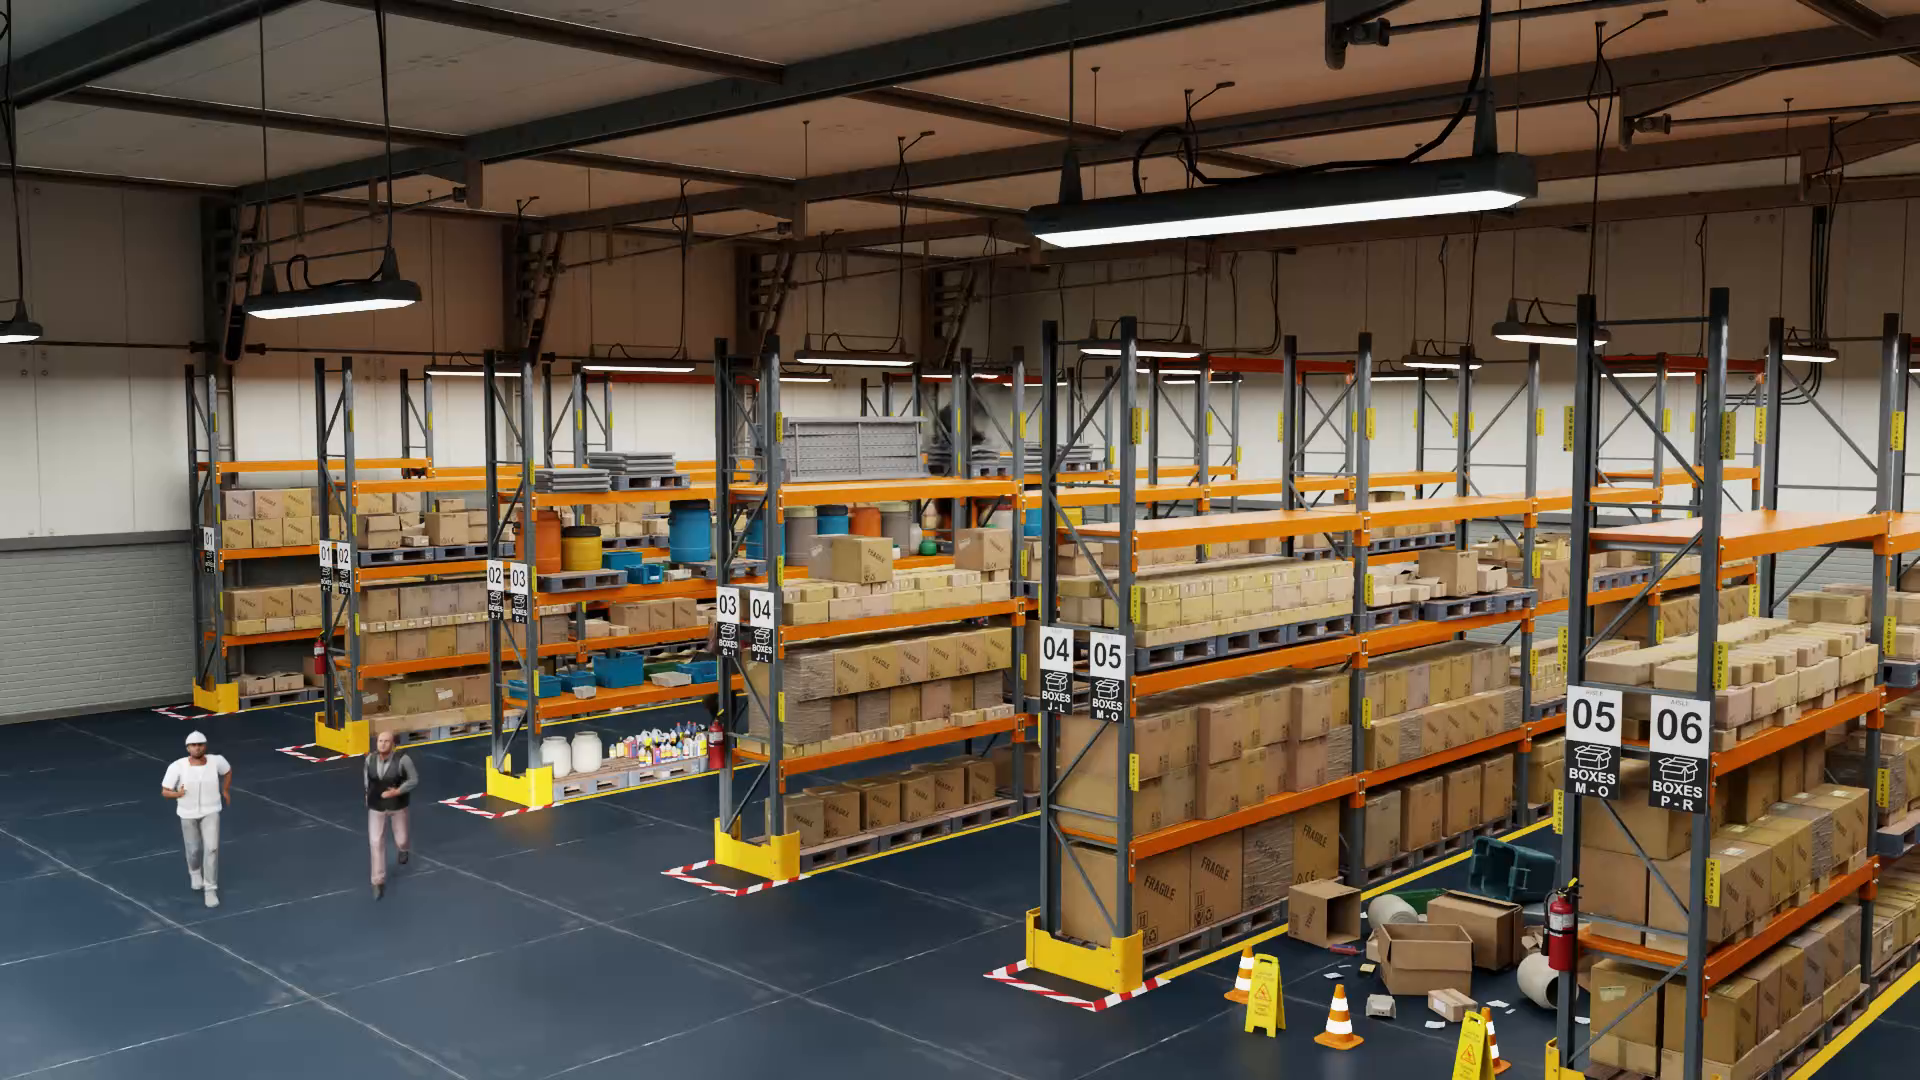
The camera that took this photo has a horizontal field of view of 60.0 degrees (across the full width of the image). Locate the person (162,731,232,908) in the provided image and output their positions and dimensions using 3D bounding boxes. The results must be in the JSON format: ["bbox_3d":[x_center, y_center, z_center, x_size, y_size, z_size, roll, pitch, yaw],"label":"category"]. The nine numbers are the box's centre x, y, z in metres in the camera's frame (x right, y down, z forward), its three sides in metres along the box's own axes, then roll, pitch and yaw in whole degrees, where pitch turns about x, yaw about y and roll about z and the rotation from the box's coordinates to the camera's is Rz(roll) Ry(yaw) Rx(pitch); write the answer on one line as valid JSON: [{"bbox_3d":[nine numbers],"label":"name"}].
[{"bbox_3d":[-8.054,2.911,17.593,0.692,1.785,0.918,-2,5,-26],"label":"person"}]

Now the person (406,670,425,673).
[{"bbox_3d":[-9.144,2.143,28.047,0.671,1.734,0.584,3,5,31],"label":"person"}]

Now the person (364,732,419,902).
[{"bbox_3d":[-6.189,2.940,18.085,0.606,1.747,1.117,-1,4,-10],"label":"person"}]

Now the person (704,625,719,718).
[{"bbox_3d":[-3.949,2.234,26.697,0.641,1.740,0.742,-4,6,-43],"label":"person"}]
